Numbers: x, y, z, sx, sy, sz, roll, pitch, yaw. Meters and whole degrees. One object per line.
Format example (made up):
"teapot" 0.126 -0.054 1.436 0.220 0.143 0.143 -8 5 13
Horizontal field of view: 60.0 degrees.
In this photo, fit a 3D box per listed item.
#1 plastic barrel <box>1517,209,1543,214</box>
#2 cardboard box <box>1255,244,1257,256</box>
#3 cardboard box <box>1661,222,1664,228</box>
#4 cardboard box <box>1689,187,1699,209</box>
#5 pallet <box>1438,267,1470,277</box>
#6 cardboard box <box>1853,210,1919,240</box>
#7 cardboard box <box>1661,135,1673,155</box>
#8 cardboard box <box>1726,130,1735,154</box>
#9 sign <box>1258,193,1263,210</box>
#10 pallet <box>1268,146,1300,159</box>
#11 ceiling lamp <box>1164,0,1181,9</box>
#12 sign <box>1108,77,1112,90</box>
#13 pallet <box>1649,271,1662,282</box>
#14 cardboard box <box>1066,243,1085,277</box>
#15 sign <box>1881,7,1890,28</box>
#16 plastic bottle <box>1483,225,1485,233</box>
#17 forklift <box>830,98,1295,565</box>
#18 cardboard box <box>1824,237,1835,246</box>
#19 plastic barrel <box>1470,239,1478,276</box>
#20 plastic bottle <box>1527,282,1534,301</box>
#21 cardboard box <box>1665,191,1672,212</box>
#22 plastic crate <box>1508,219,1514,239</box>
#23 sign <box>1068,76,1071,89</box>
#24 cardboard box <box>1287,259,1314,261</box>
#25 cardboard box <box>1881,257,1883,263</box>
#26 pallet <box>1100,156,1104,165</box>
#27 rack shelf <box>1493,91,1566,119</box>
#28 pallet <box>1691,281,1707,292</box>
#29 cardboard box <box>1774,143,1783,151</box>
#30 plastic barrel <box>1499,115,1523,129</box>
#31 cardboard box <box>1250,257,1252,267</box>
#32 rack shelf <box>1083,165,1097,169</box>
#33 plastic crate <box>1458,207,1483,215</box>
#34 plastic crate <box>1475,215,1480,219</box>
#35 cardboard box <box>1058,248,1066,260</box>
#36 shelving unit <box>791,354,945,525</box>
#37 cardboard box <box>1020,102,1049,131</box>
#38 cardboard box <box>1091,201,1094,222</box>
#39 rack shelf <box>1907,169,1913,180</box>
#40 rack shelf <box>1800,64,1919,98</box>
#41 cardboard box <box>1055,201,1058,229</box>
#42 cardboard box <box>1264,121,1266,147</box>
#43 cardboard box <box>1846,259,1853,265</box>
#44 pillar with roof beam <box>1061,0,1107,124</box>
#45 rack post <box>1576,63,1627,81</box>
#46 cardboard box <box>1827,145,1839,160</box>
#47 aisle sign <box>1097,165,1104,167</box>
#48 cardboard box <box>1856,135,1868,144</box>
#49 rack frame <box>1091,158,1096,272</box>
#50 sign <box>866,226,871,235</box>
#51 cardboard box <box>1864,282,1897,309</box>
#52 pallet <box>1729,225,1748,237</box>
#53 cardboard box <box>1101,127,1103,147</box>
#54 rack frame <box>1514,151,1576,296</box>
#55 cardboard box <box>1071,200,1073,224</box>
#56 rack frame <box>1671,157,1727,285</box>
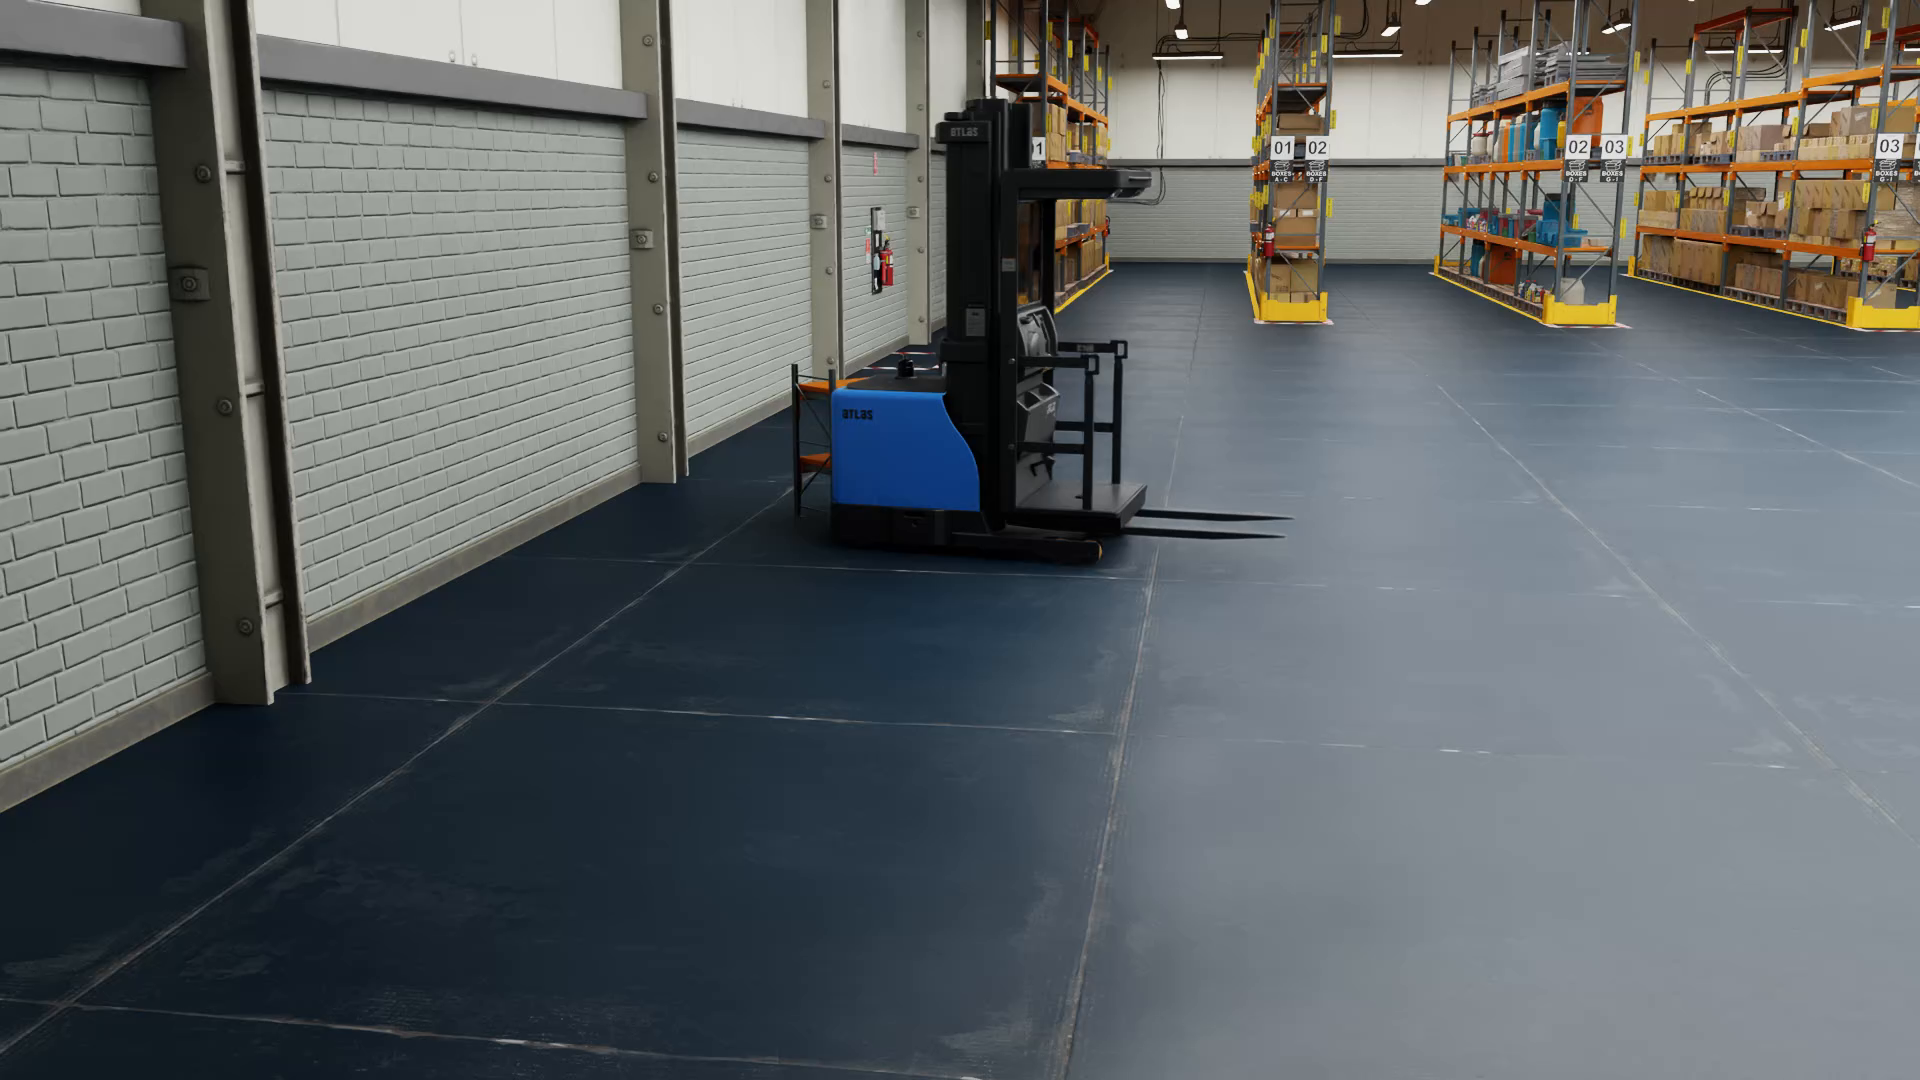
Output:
"plastic barrel" 12.290 -6.858 35.872 0.600 0.536 0.708 2 12 9
"cardboard box" 7.238 -6.846 39.249 0.500 0.250 0.500 2 12 8
"cardboard box" 17.452 -7.735 40.863 0.380 0.149 0.250 2 12 10
"cardboard box" 17.481 -7.976 38.765 0.797 0.503 0.637 2 12 7
"pallet" 13.127 -7.029 43.610 1.003 0.211 1.213 2 12 9
"cardboard box" 15.837 -5.380 28.393 0.875 0.500 0.500 2 12 9
"cardboard box" 17.922 -9.840 41.439 0.700 0.500 0.500 1 12 5
"cardboard box" 16.979 -8.589 35.864 0.797 0.503 0.637 3 12 12
"sign" 6.015 -6.769 33.223 0.100 0.325 0.005 2 12 9
"pallet" 6.257 -7.218 30.955 1.003 0.211 1.213 2 12 9
"ceiling lamp" 4.410 -12.053 32.207 0.800 3.185 2.000 2 12 9
"sign" 4.037 -12.292 44.763 0.100 0.325 0.005 2 12 9
"pallet" 17.951 -6.617 41.697 1.003 0.211 1.213 2 12 9
"cardboard box" 2.516 -6.522 38.742 0.750 0.750 0.750 2 12 8
"sign" 15.180 -8.561 27.264 0.100 0.325 0.005 2 12 9
"plastic bottle" 11.789 -6.990 37.281 0.097 0.201 0.097 0 12 0
"forklift" 0.701 -1.393 10.999 3.031 2.935 1.130 3 13 16
"cardboard box" 15.692 -5.331 29.705 0.380 0.149 0.250 2 12 9
"plastic barrel" 12.577 -6.797 39.897 0.600 0.901 0.708 2 12 9
"plastic bottle" 10.818 -4.703 31.439 0.144 0.351 0.185 2 12 8
"cardboard box" 17.459 -8.217 40.372 0.500 0.500 0.500 2 12 9
"plastic crate" 11.309 -6.297 33.630 0.392 0.384 0.575 2 12 9
"sign" 2.956 -12.370 44.939 0.100 0.325 0.005 2 12 9
"cardboard box" 6.536 -5.143 31.985 0.500 0.500 0.500 2 12 9
"cardboard box" 22.402 -6.731 39.965 0.380 0.149 0.250 2 12 11
"pallet" 3.214 -9.898 43.390 1.003 0.211 1.213 2 12 9
"rack shelf" 11.754 -8.867 33.934 1.077 0.370 4.000 2 12 9
"pallet" 17.342 -5.789 37.854 1.003 0.211 1.213 2 12 9
"cardboard box" 16.530 -7.856 33.262 0.380 0.166 0.250 2 12 7
"plastic barrel" 12.152 -8.897 36.522 0.600 0.830 0.708 2 12 9
"cardboard box" 7.881 -7.283 43.650 0.500 0.250 0.500 2 12 9
"rack shelf" 2.580 -8.750 39.561 1.077 0.370 4.000 2 12 9
"plastic crate" 13.425 -8.534 43.746 0.616 0.435 0.499 2 12 9
"plastic crate" 13.094 -8.014 41.697 0.437 0.282 0.530 2 12 9
"cardboard box" 2.064 -6.310 36.763 0.500 0.250 0.500 2 12 10
"shelving unit" -0.669 -0.763 12.363 1.048 1.125 0.538 -10 16 -40
"cardboard box" 1.342 -7.639 30.044 0.500 0.500 0.500 1 12 5
"cardboard box" 2.997 -8.045 40.711 0.500 0.500 0.500 2 12 9
"rack shelf" 22.149 -8.086 36.484 1.077 0.370 4.000 2 12 9
"rack shelf" 16.033 -8.068 29.284 1.077 0.370 4.000 2 12 9
"cardboard box" 1.584 -6.156 31.467 0.500 0.500 0.500 1 12 7
"cardboard box" 6.215 -7.919 32.432 0.500 0.500 0.500 3 13 13
"cardboard box" 22.640 -7.022 42.021 0.380 0.149 0.250 2 12 8
"pillar with roof beam" 7.318 -12.267 47.056 9.100 9.000 0.548 2 12 9
"rack post" 11.074 -8.074 28.784 0.937 0.300 0.954 3 13 15
"cardboard box" 15.782 -6.889 29.575 0.500 0.250 0.500 2 12 8
"aisle sign" 3.811 -10.160 45.347 0.394 0.787 0.004 2 12 9
"cardboard box" 15.550 -6.839 28.395 0.380 0.149 0.250 1 12 6
"rack frame" 2.888 -8.051 41.733 1.000 3.000 0.127 2 12 9
"sign" -1.223 -4.130 22.196 0.001 0.109 0.331 2 12 9
"cardboard box" 15.838 -4.185 28.728 0.500 0.500 0.500 4 13 19
"pallet" 16.952 -6.492 34.951 1.213 0.211 1.003 2 12 9
"cardboard box" 3.418 -10.415 42.921 0.500 0.500 0.500 2 12 9
"rack frame" 11.447 -6.065 32.516 1.000 3.000 0.127 2 12 9
"cardboard box" 2.151 -7.267 36.813 0.700 0.500 0.500 1 12 3
"rack frame" 17.571 -7.570 39.499 1.000 3.000 0.127 2 12 9
